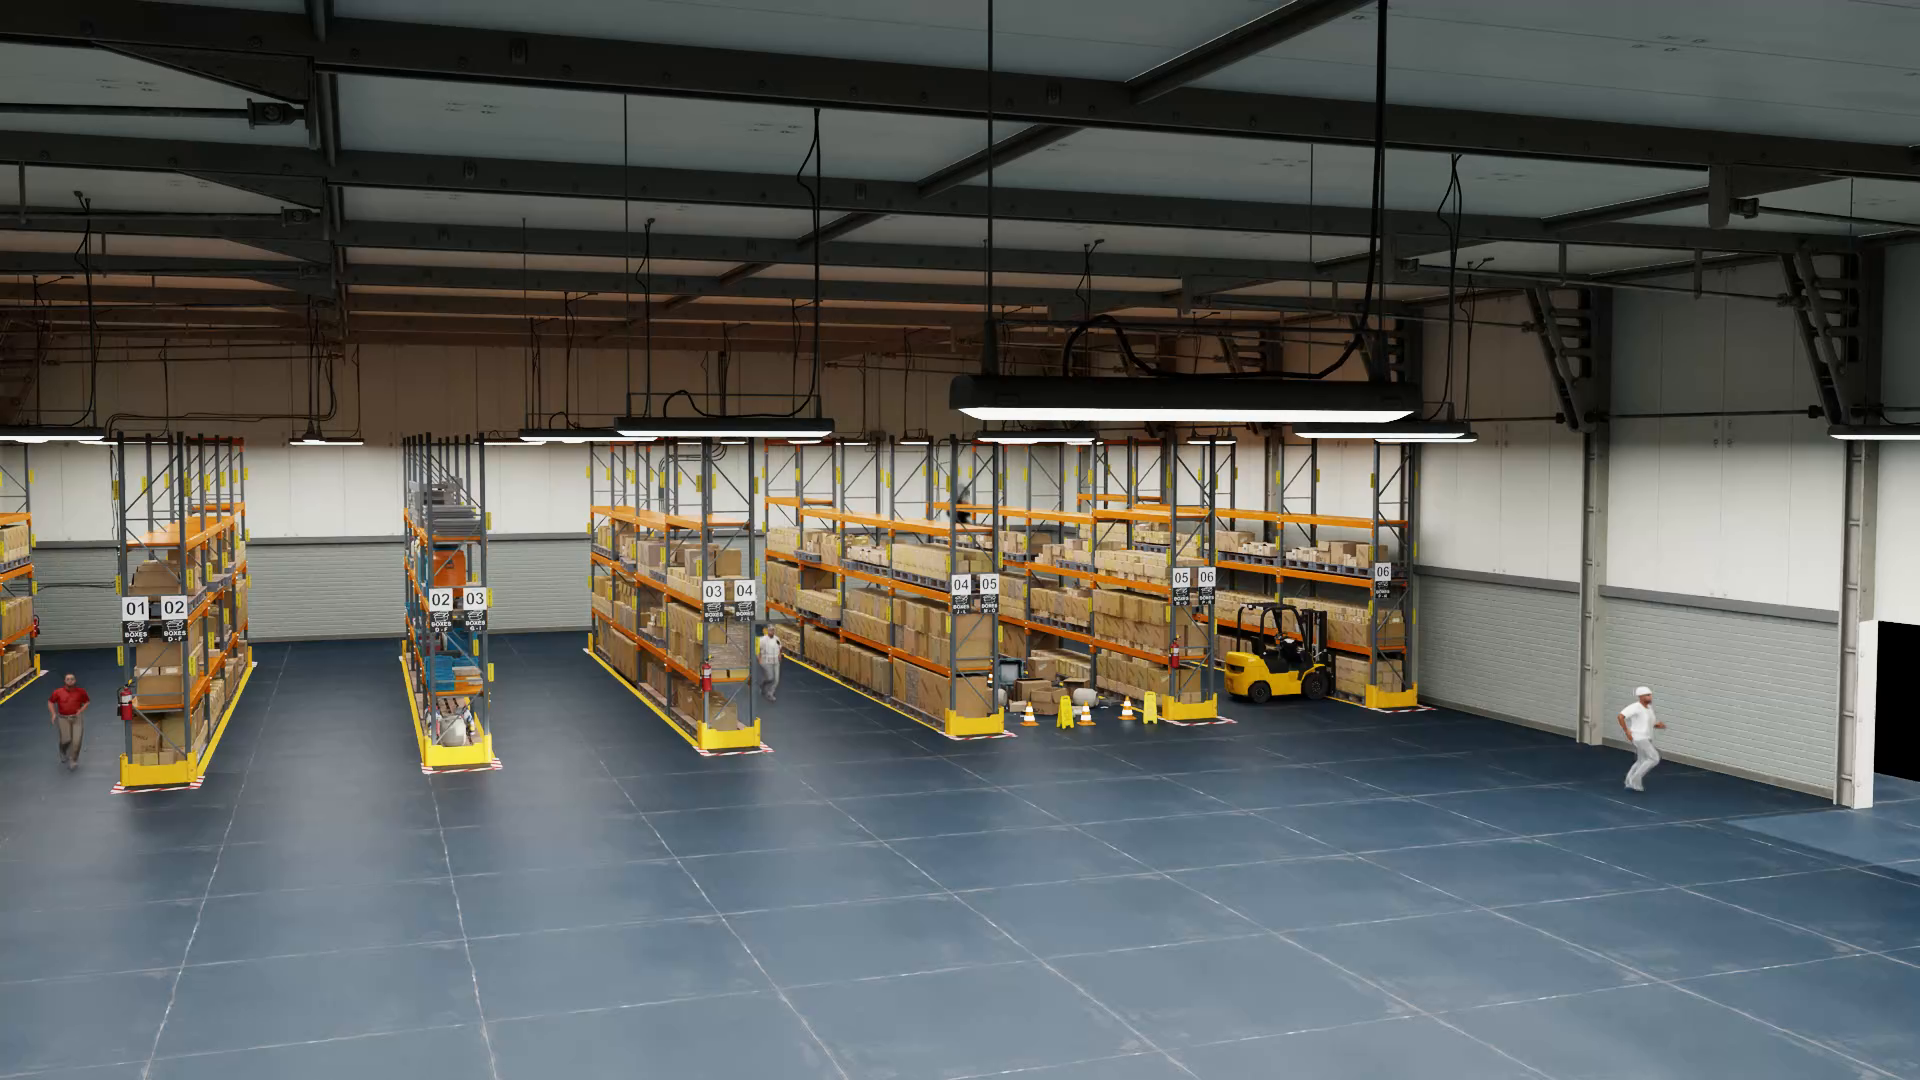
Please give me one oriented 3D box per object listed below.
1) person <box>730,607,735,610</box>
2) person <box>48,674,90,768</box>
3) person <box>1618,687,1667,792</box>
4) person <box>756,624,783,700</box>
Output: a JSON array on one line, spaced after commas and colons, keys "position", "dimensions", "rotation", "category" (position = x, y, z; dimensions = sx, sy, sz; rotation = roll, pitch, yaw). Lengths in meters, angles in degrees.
[{"position": [-6.578, 2.232, 49.050], "dimensions": [0.733, 1.574, 0.575], "rotation": [3, 4, 43], "category": "person"}, {"position": [-15.880, 3.235, 29.690], "dimensions": [0.657, 1.686, 0.590], "rotation": [-2, 4, -35], "category": "person"}, {"position": [11.376, 3.313, 27.631], "dimensions": [0.666, 1.743, 0.695], "rotation": [3, 4, 42], "category": "person"}, {"position": [-4.288, 2.768, 37.735], "dimensions": [0.663, 1.734, 0.595], "rotation": [-2, 4, -32], "category": "person"}]
